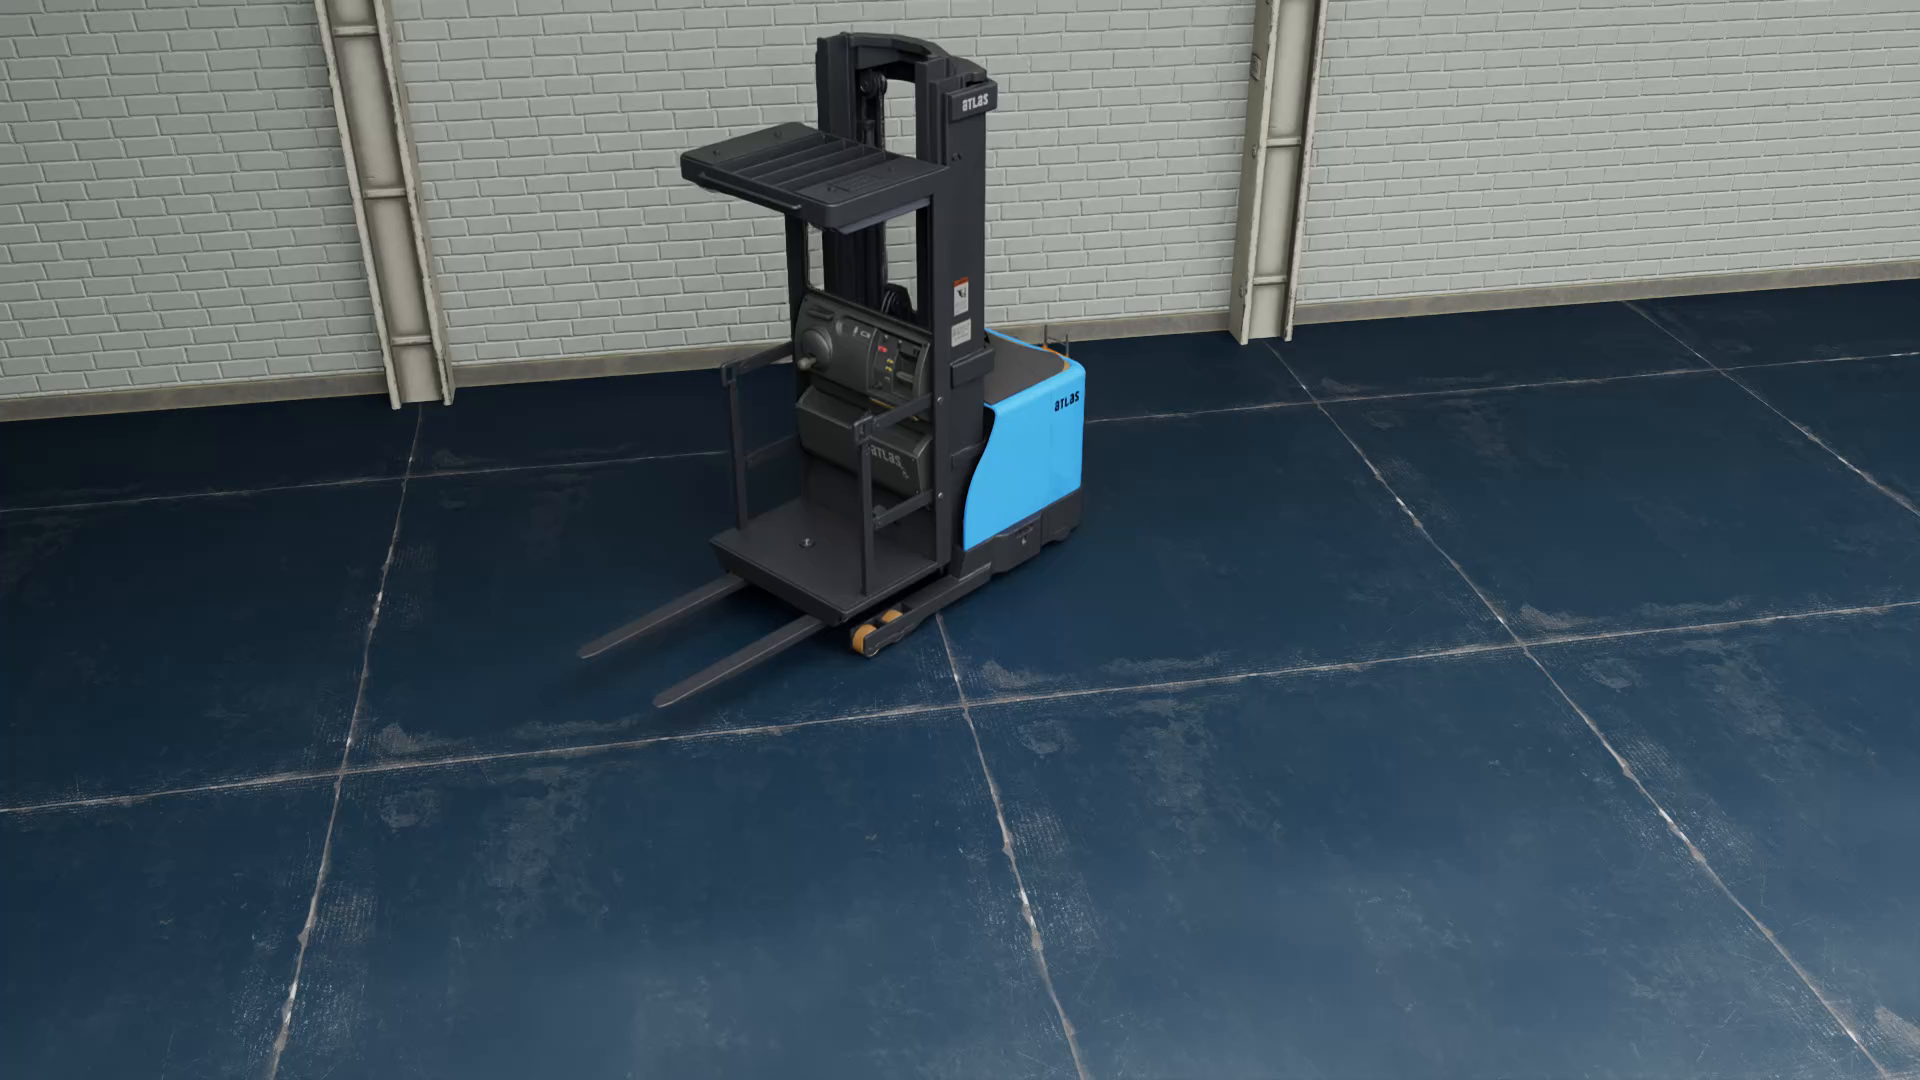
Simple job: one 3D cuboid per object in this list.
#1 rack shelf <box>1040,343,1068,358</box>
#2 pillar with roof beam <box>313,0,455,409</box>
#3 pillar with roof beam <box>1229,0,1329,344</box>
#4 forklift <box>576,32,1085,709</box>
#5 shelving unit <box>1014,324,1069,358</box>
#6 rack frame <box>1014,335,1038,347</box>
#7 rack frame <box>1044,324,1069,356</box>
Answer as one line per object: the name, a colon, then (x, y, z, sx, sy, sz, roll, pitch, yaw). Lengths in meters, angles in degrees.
rack shelf: (0.476, -0.984, 9.848, 0.240, 0.259, 0.215, -23, 38, -34)
pillar with roof beam: (-2.904, -2.713, 5.486, 0.400, 9.000, 9.100, -5, 31, -9)
pillar with roof beam: (2.998, -3.261, 6.418, 0.400, 9.000, 9.100, -5, 31, -9)
forklift: (-0.653, -0.945, 8.465, 1.130, 2.935, 3.031, 25, 39, 36)
shelving unit: (0.476, -0.748, 9.986, 0.252, 1.050, 0.215, -23, 38, -34)
rack frame: (0.384, -0.708, 9.918, 0.008, 1.050, 0.200, -23, 38, -34)
rack frame: (0.569, -0.788, 10.055, 0.008, 1.050, 0.200, -23, 38, -34)
